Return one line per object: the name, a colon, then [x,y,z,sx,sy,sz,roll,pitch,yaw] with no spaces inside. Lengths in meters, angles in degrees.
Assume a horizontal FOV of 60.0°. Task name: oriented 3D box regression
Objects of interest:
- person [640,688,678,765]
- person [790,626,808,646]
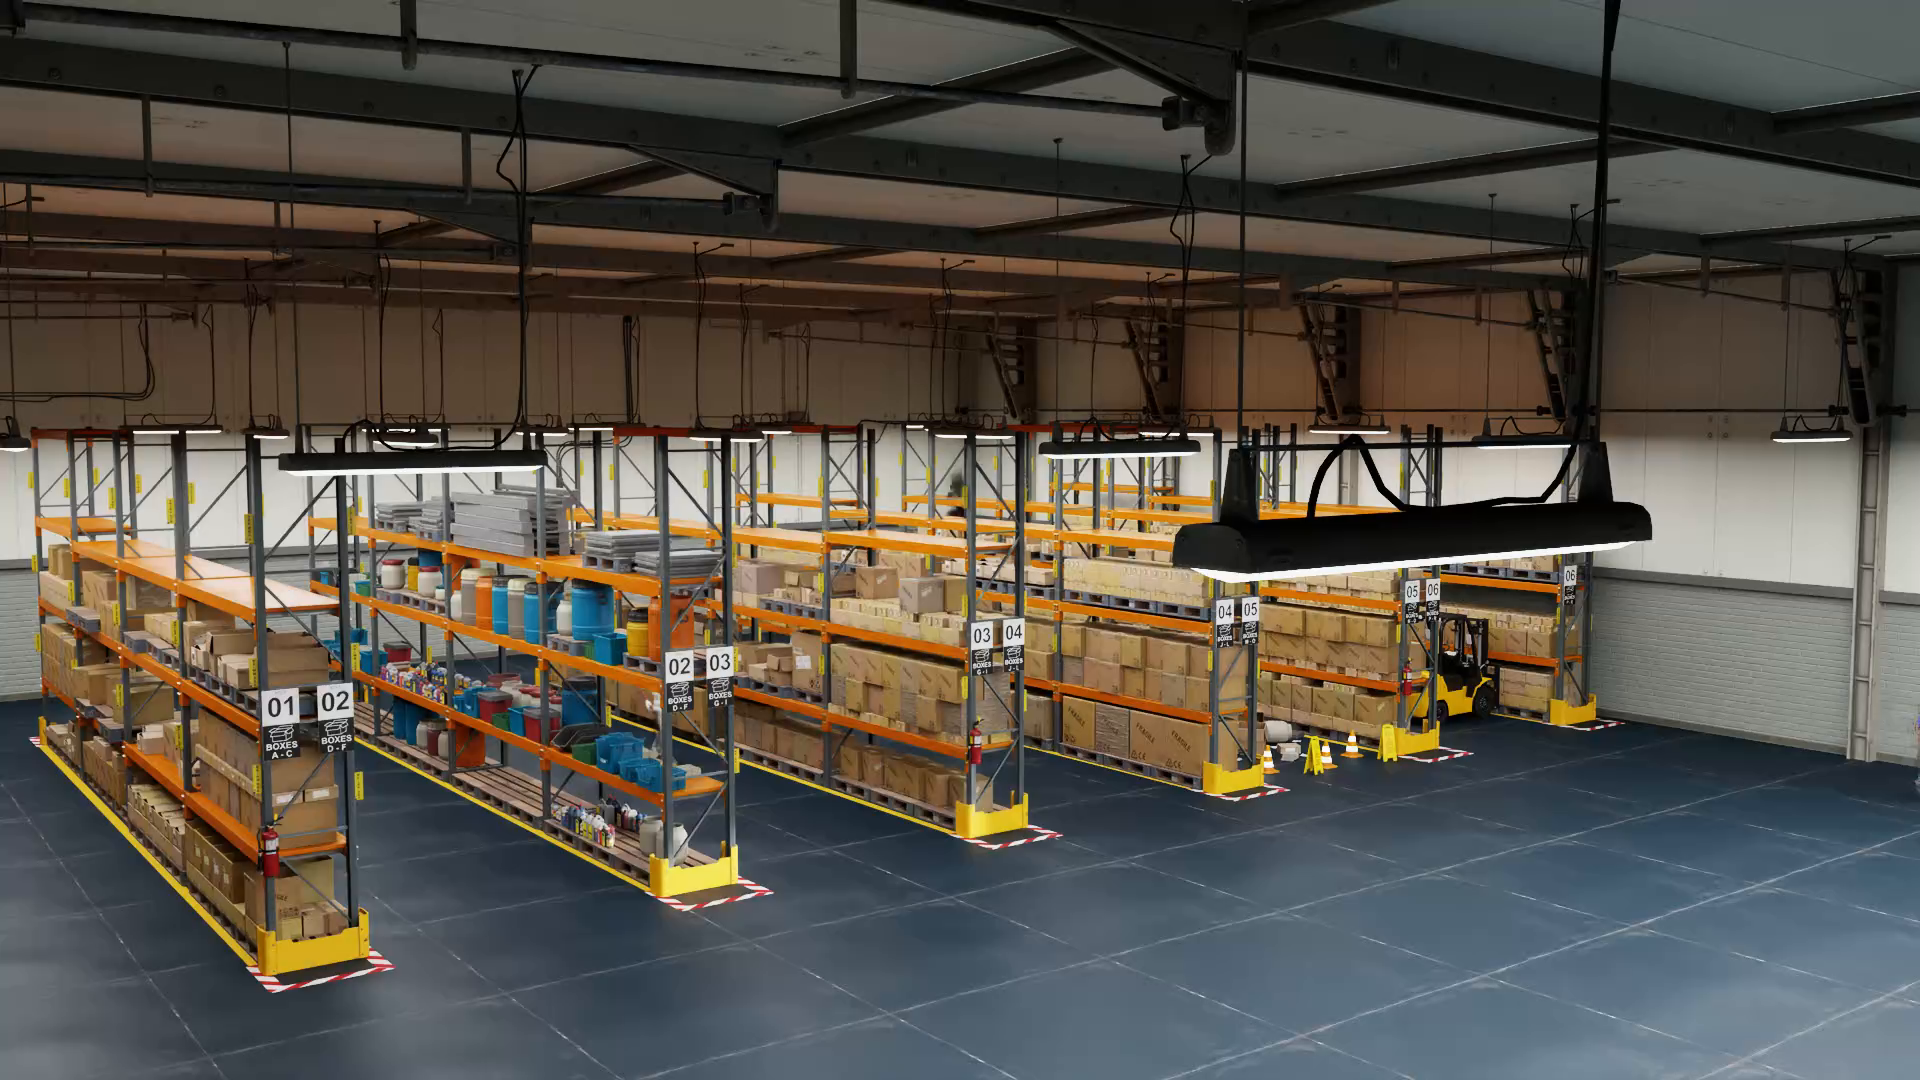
person: [-5.318,3.076,29.884,0.897,1.819,0.671,4,6,41]
person: [-3.398,2.624,35.854,0.669,1.791,0.993,-3,6,-36]
